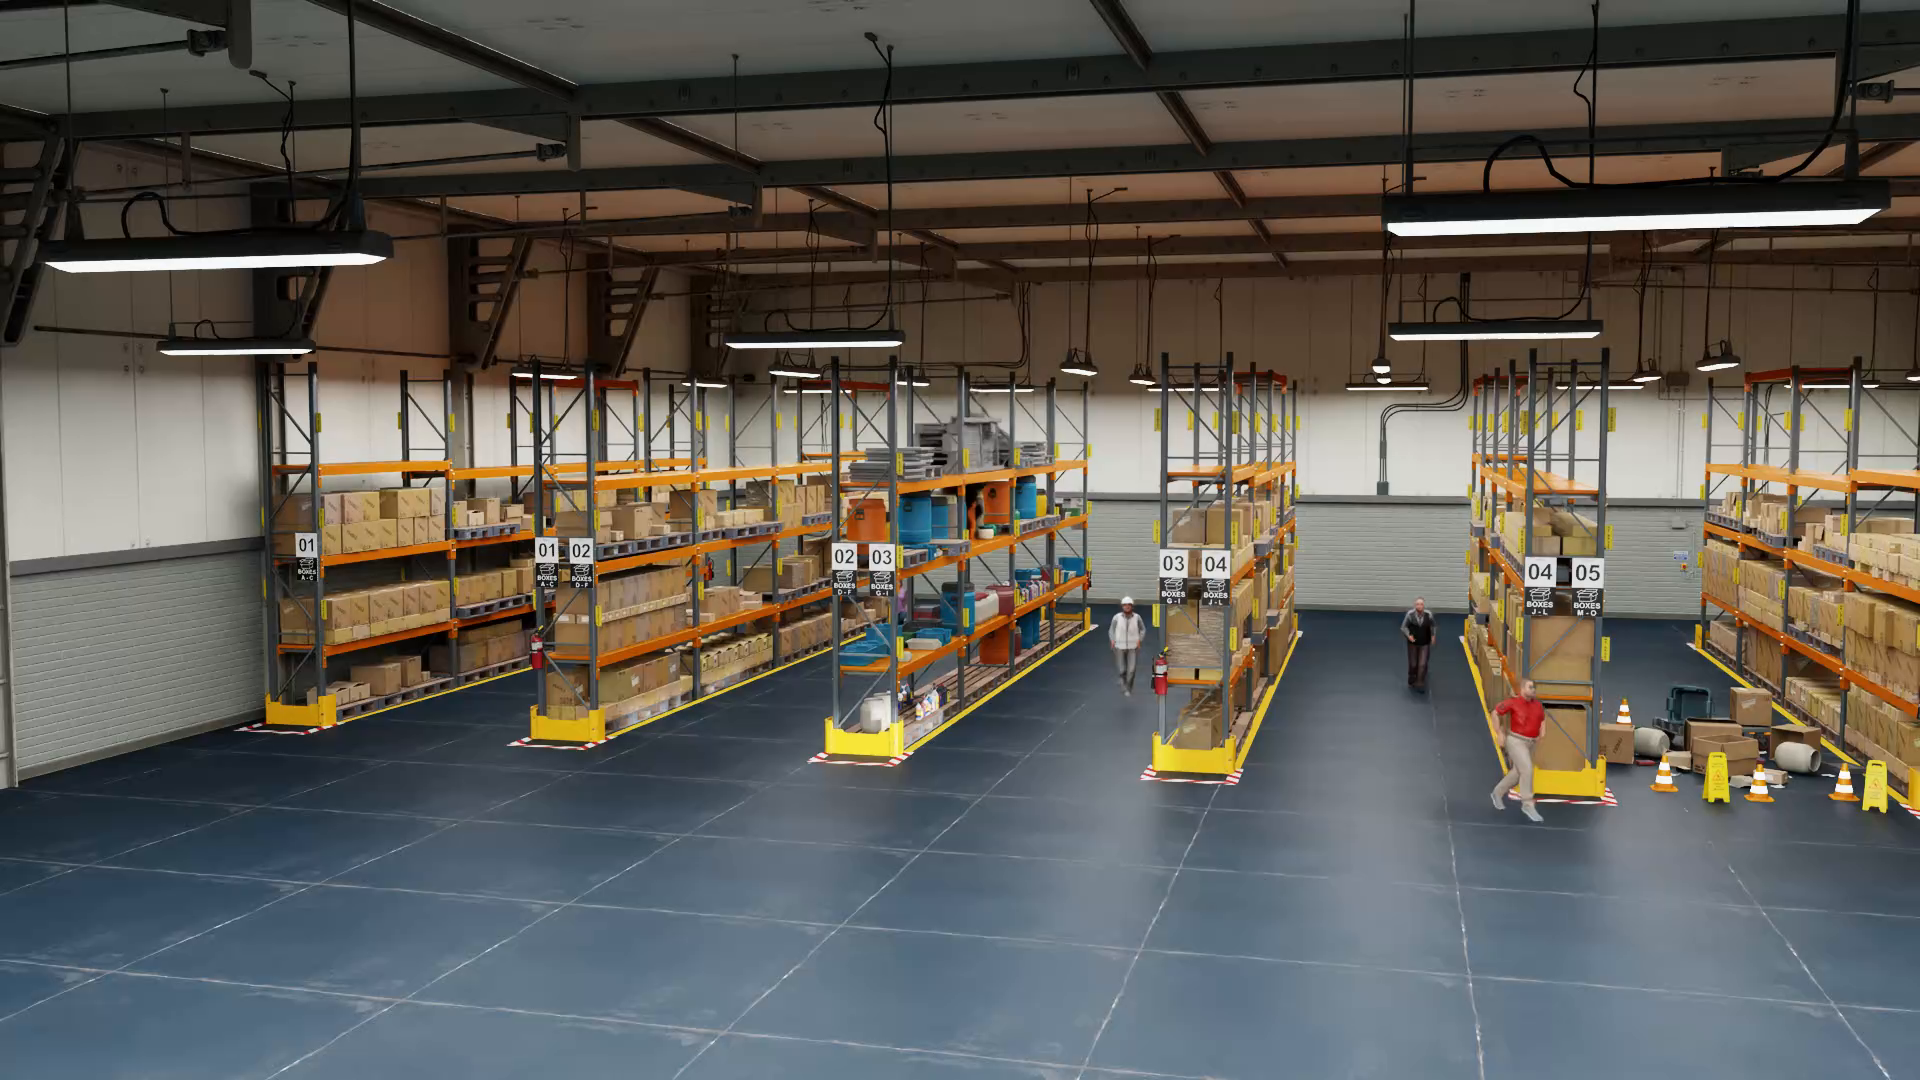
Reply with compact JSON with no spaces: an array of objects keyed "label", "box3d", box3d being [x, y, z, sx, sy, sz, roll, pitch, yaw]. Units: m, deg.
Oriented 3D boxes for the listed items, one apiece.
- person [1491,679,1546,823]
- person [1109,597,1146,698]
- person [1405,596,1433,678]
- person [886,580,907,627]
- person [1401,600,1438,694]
[{"label":"person","box3d":[7.225,2.649,21.250,0.666,1.724,0.906,-2,5,-28]},{"label":"person","box3d":[2.889,1.833,28.719,0.647,1.739,0.637,0,4,5]},{"label":"person","box3d":[9.011,1.908,32.666,0.604,1.596,0.575,1,4,16]},{"label":"person","box3d":[-1.354,1.601,36.302,0.539,1.556,0.821,0,4,5]},{"label":"person","box3d":[8.593,1.968,31.114,0.685,1.722,0.771,1,4,11]}]
